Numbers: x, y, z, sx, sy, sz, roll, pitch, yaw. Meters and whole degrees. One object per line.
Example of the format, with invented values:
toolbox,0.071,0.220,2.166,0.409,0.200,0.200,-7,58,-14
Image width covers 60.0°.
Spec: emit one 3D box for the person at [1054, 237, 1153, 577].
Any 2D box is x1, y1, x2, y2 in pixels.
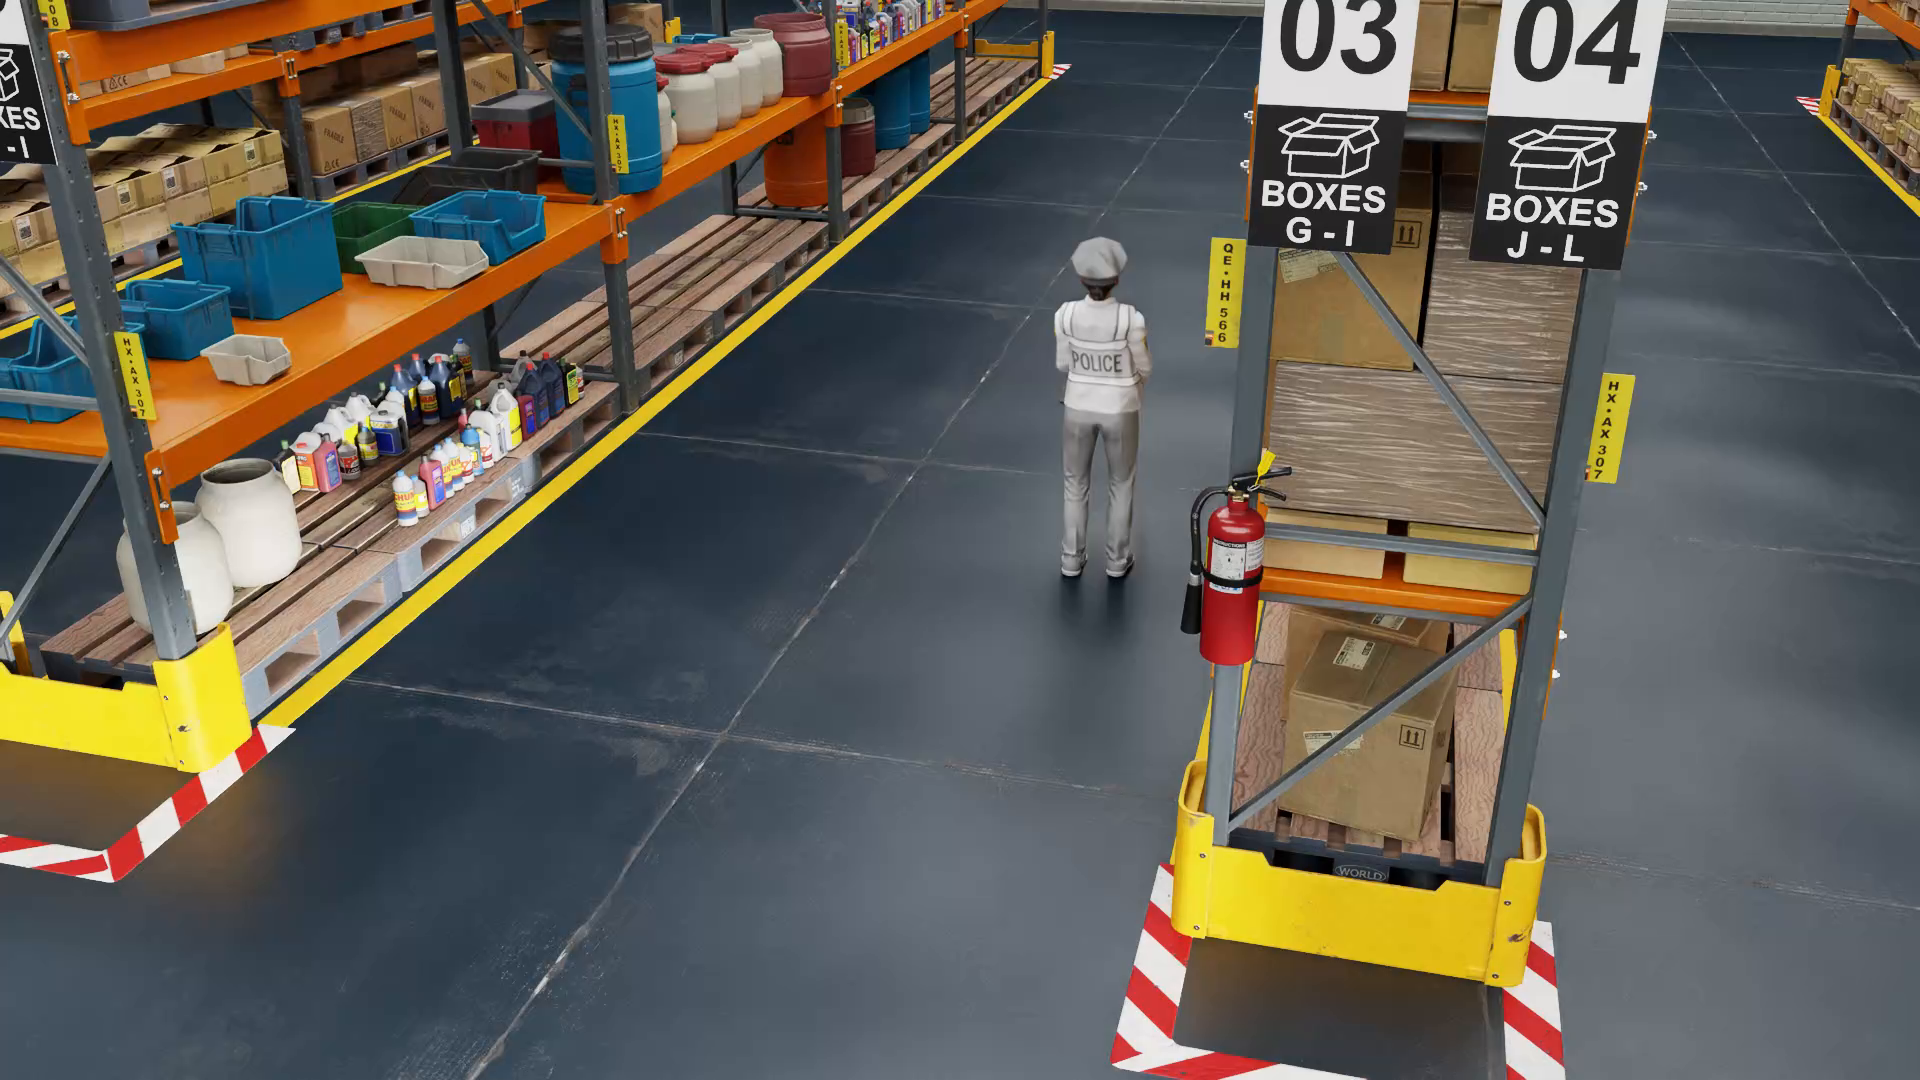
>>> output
person,0.679,-0.631,7.902,0.461,1.687,0.563,6,26,13
